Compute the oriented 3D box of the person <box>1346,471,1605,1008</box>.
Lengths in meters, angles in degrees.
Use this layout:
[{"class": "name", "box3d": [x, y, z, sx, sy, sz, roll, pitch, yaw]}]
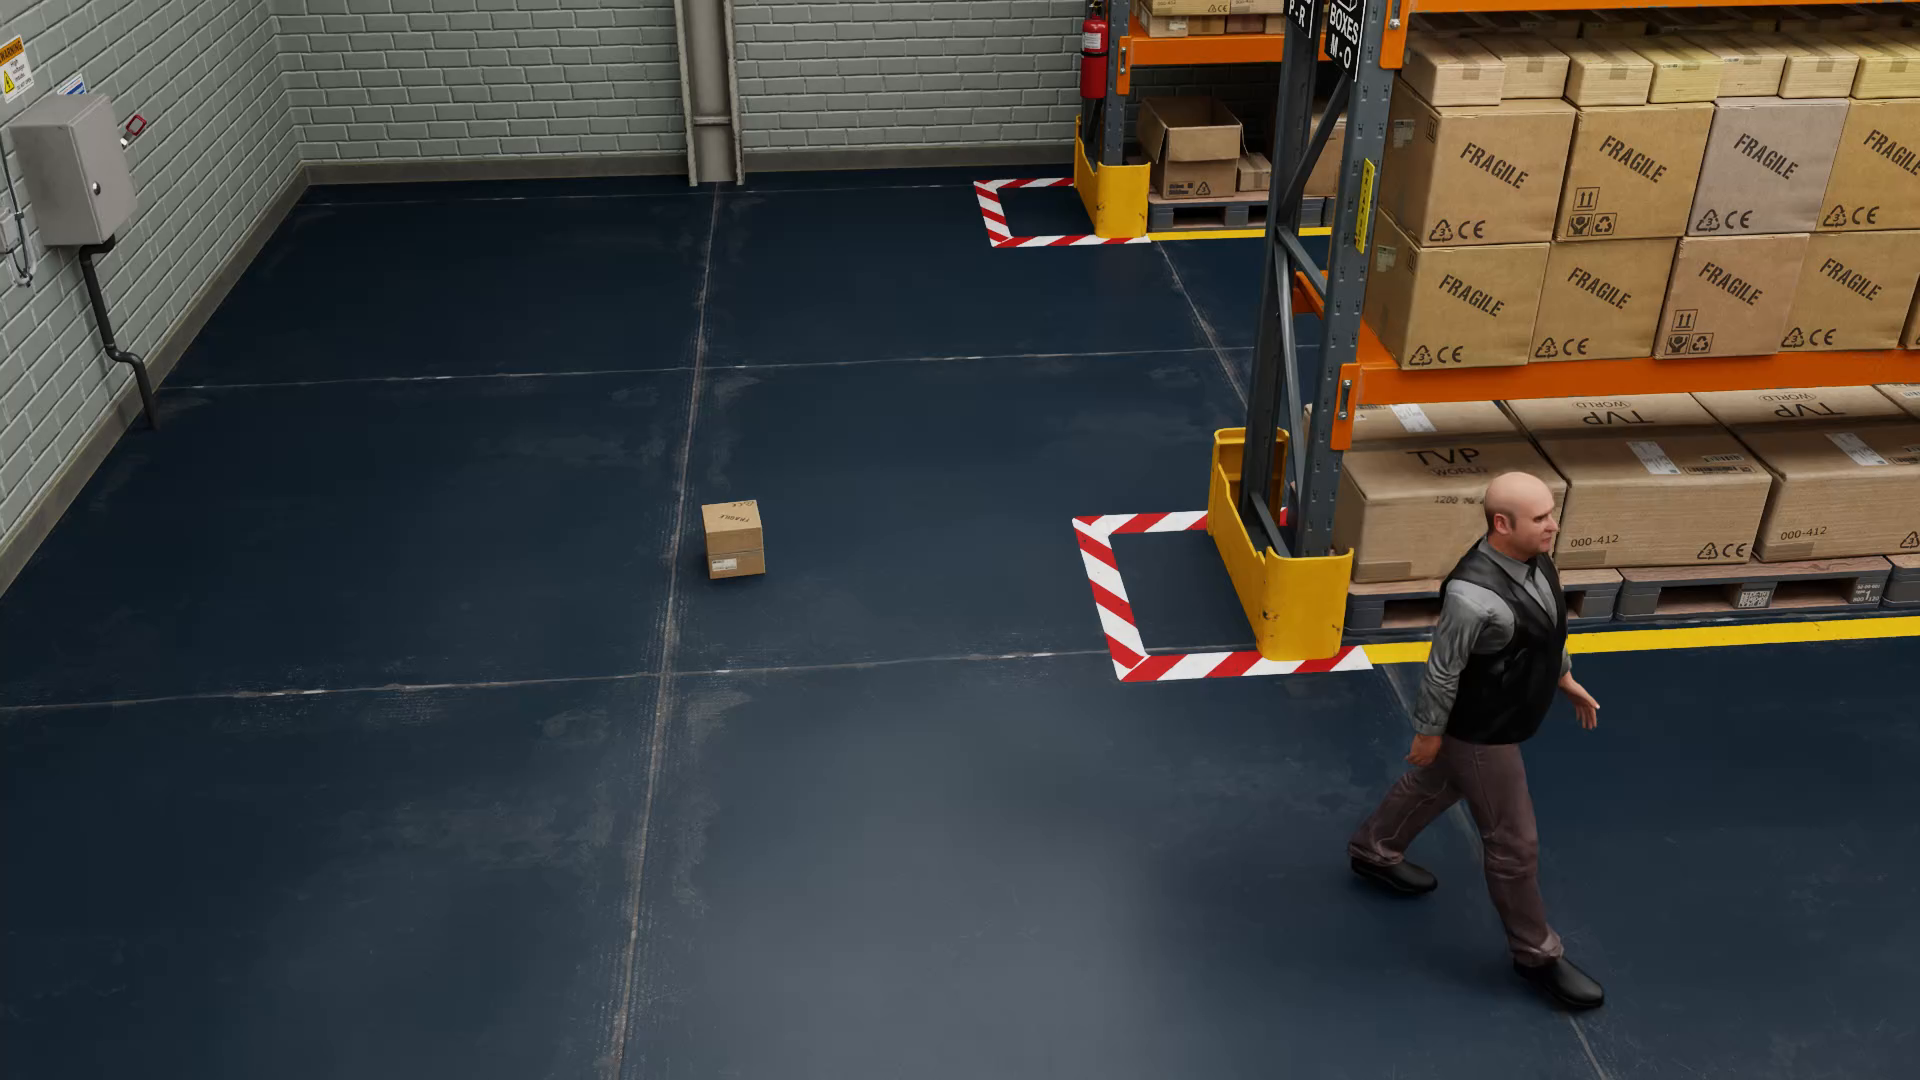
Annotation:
[{"class": "person", "box3d": [1.733, 0.564, 5.178, 0.938, 1.678, 0.558, 19, 36, 28]}]
